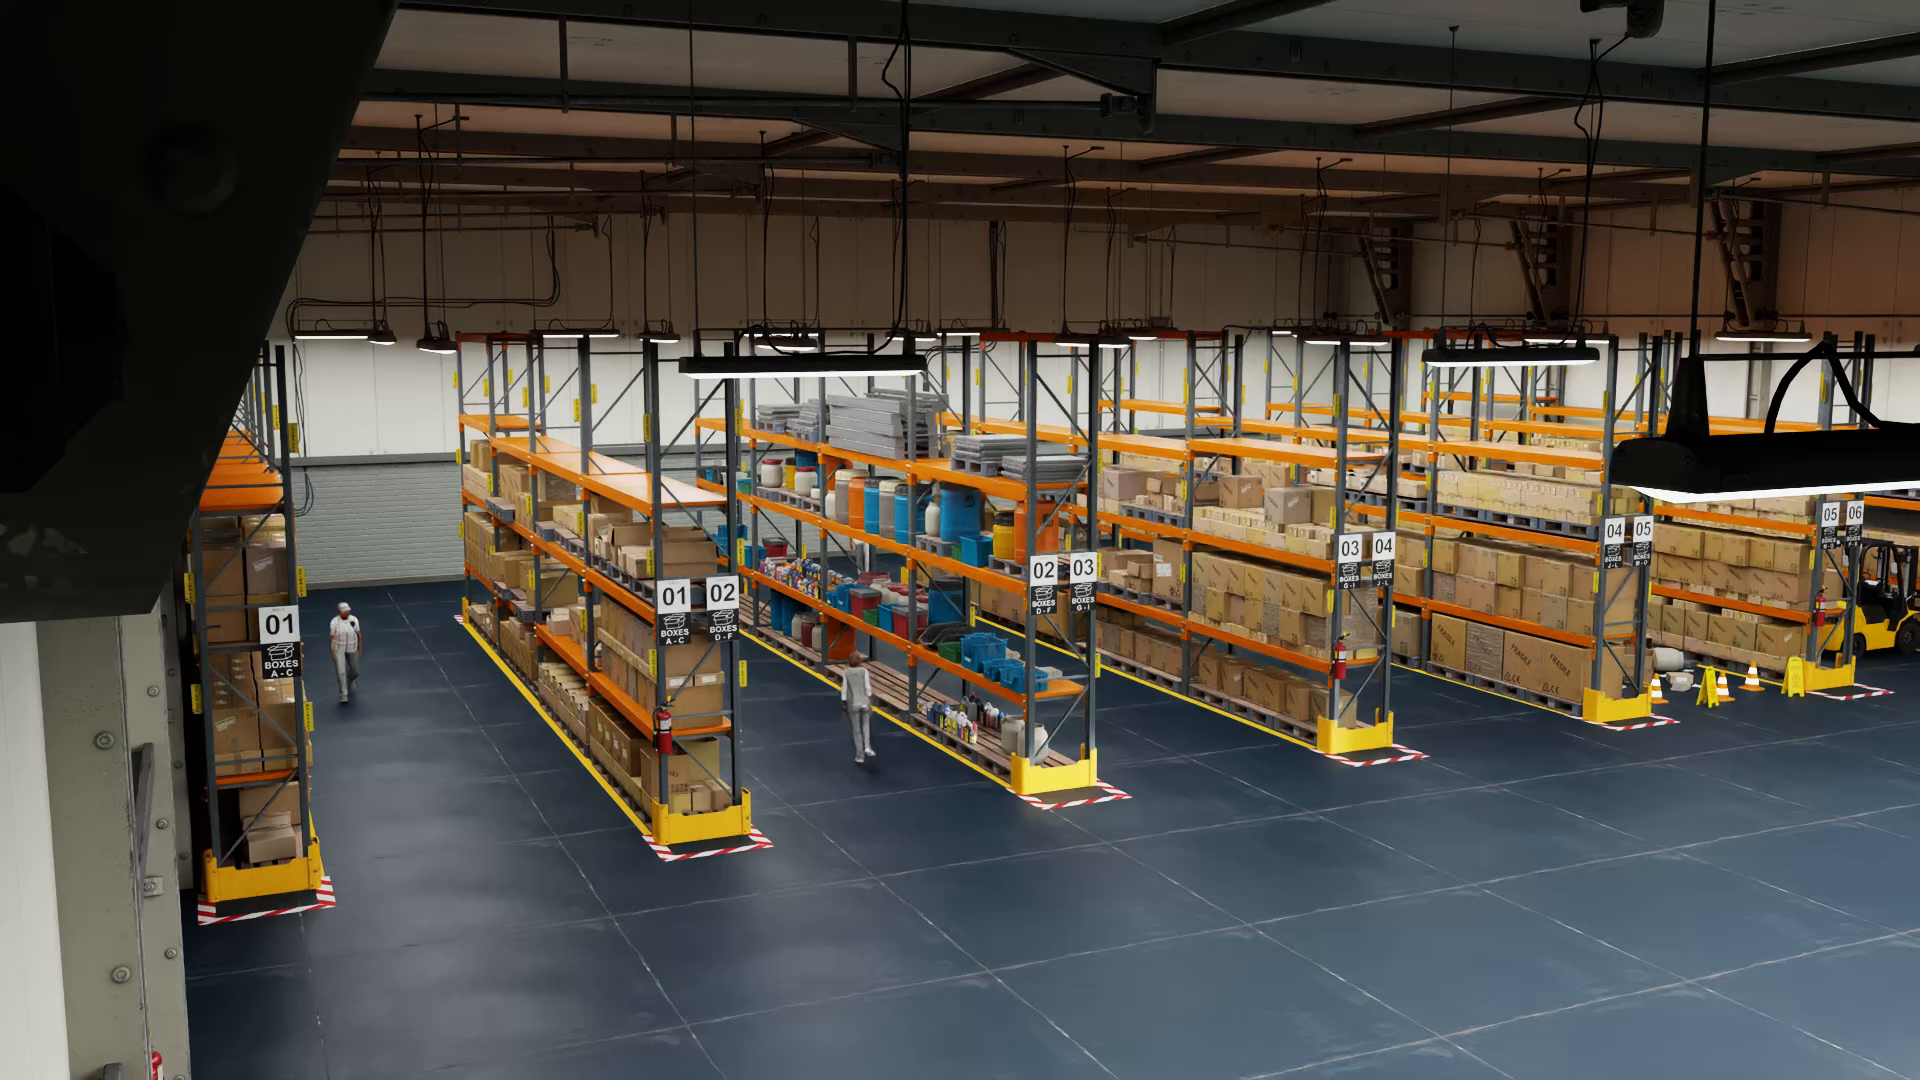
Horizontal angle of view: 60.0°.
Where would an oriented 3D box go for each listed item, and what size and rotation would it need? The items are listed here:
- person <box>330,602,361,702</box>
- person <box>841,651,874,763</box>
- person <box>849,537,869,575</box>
[{"bbox_3d":[-10.178,1.810,27.549,0.485,1.617,0.838,-4,9,-27],"label":"person"},{"bbox_3d":[-1.447,2.362,23.618,0.454,1.584,0.442,-2,8,-17],"label":"person"},{"bbox_3d":[-2.362,0.057,40.119,0.609,1.702,1.054,-1,8,-5],"label":"person"}]
